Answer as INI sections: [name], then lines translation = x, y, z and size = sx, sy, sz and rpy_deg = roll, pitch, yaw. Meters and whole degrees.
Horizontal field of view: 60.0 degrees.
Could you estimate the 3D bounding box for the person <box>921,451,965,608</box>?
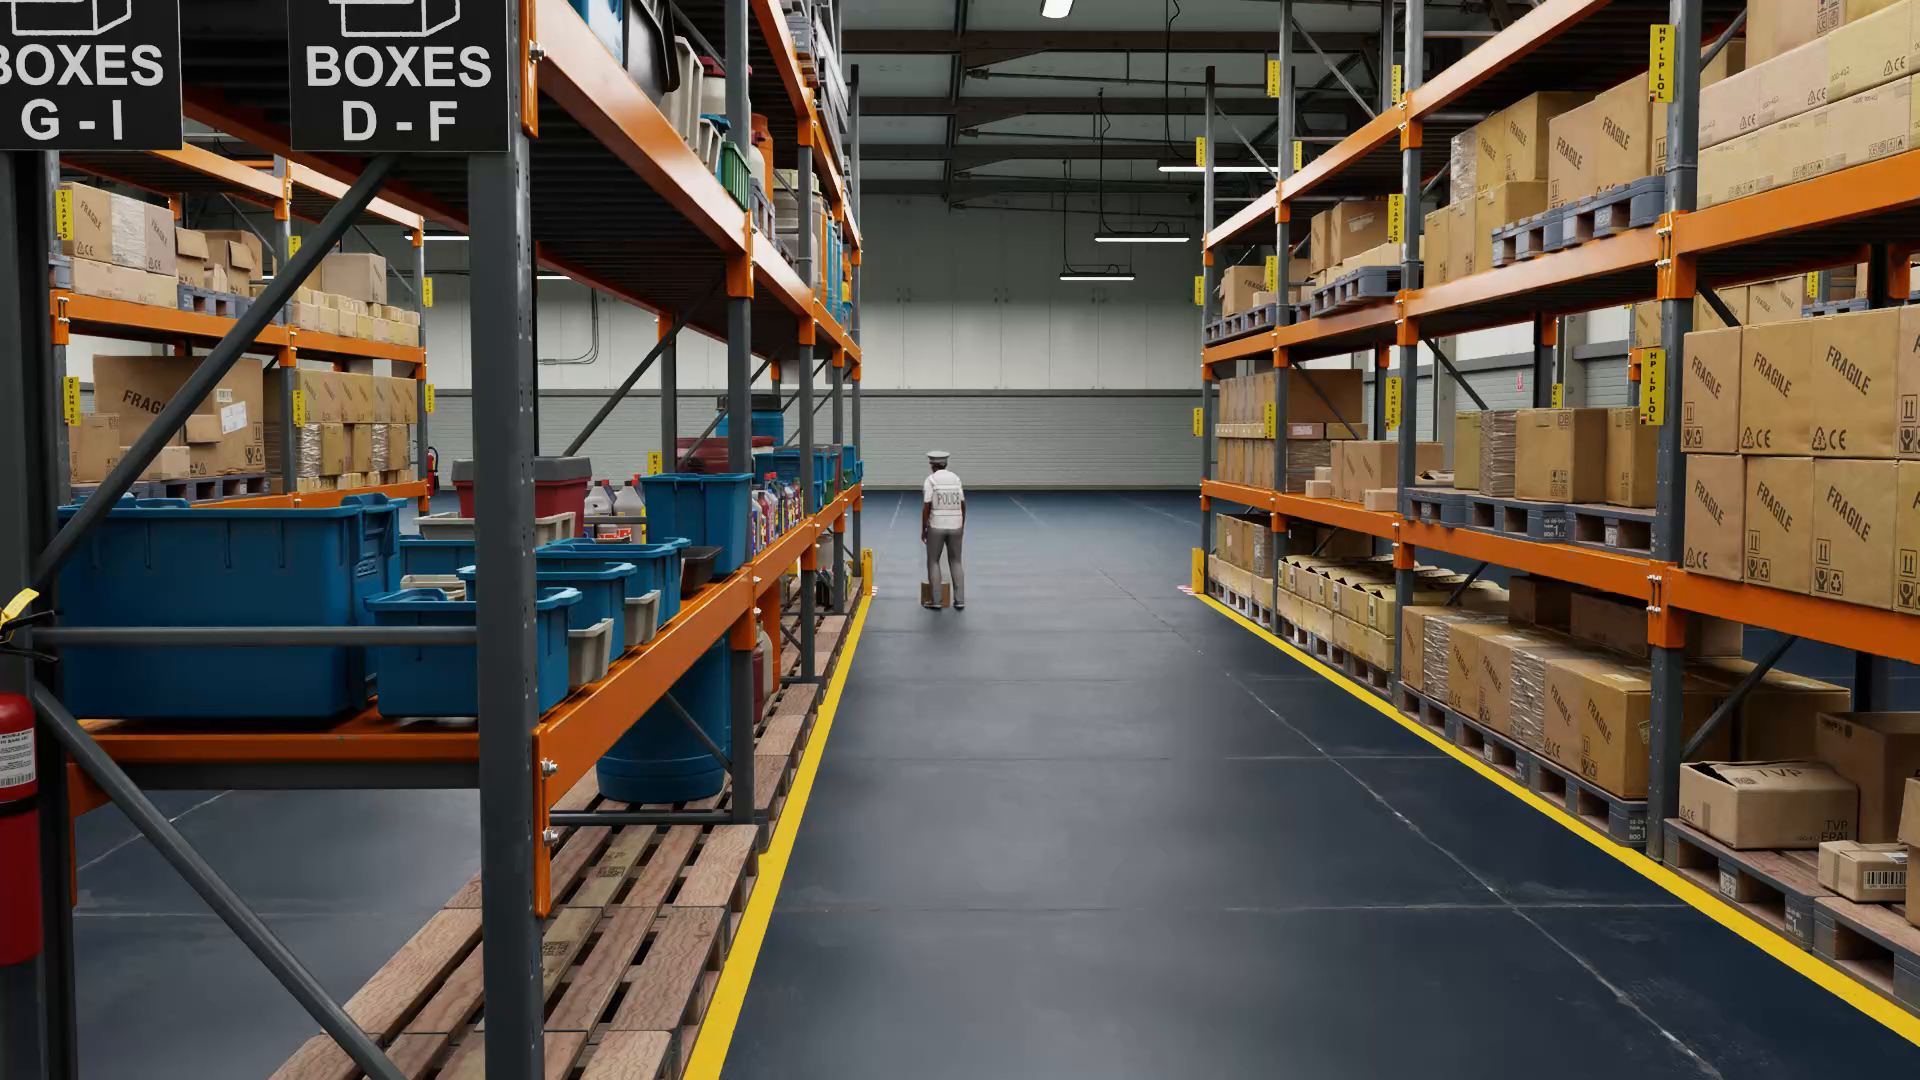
[person]
translation = -0.176, -0.107, 17.589
size = 0.522, 1.658, 0.427
rpy_deg = -2, 4, -23
